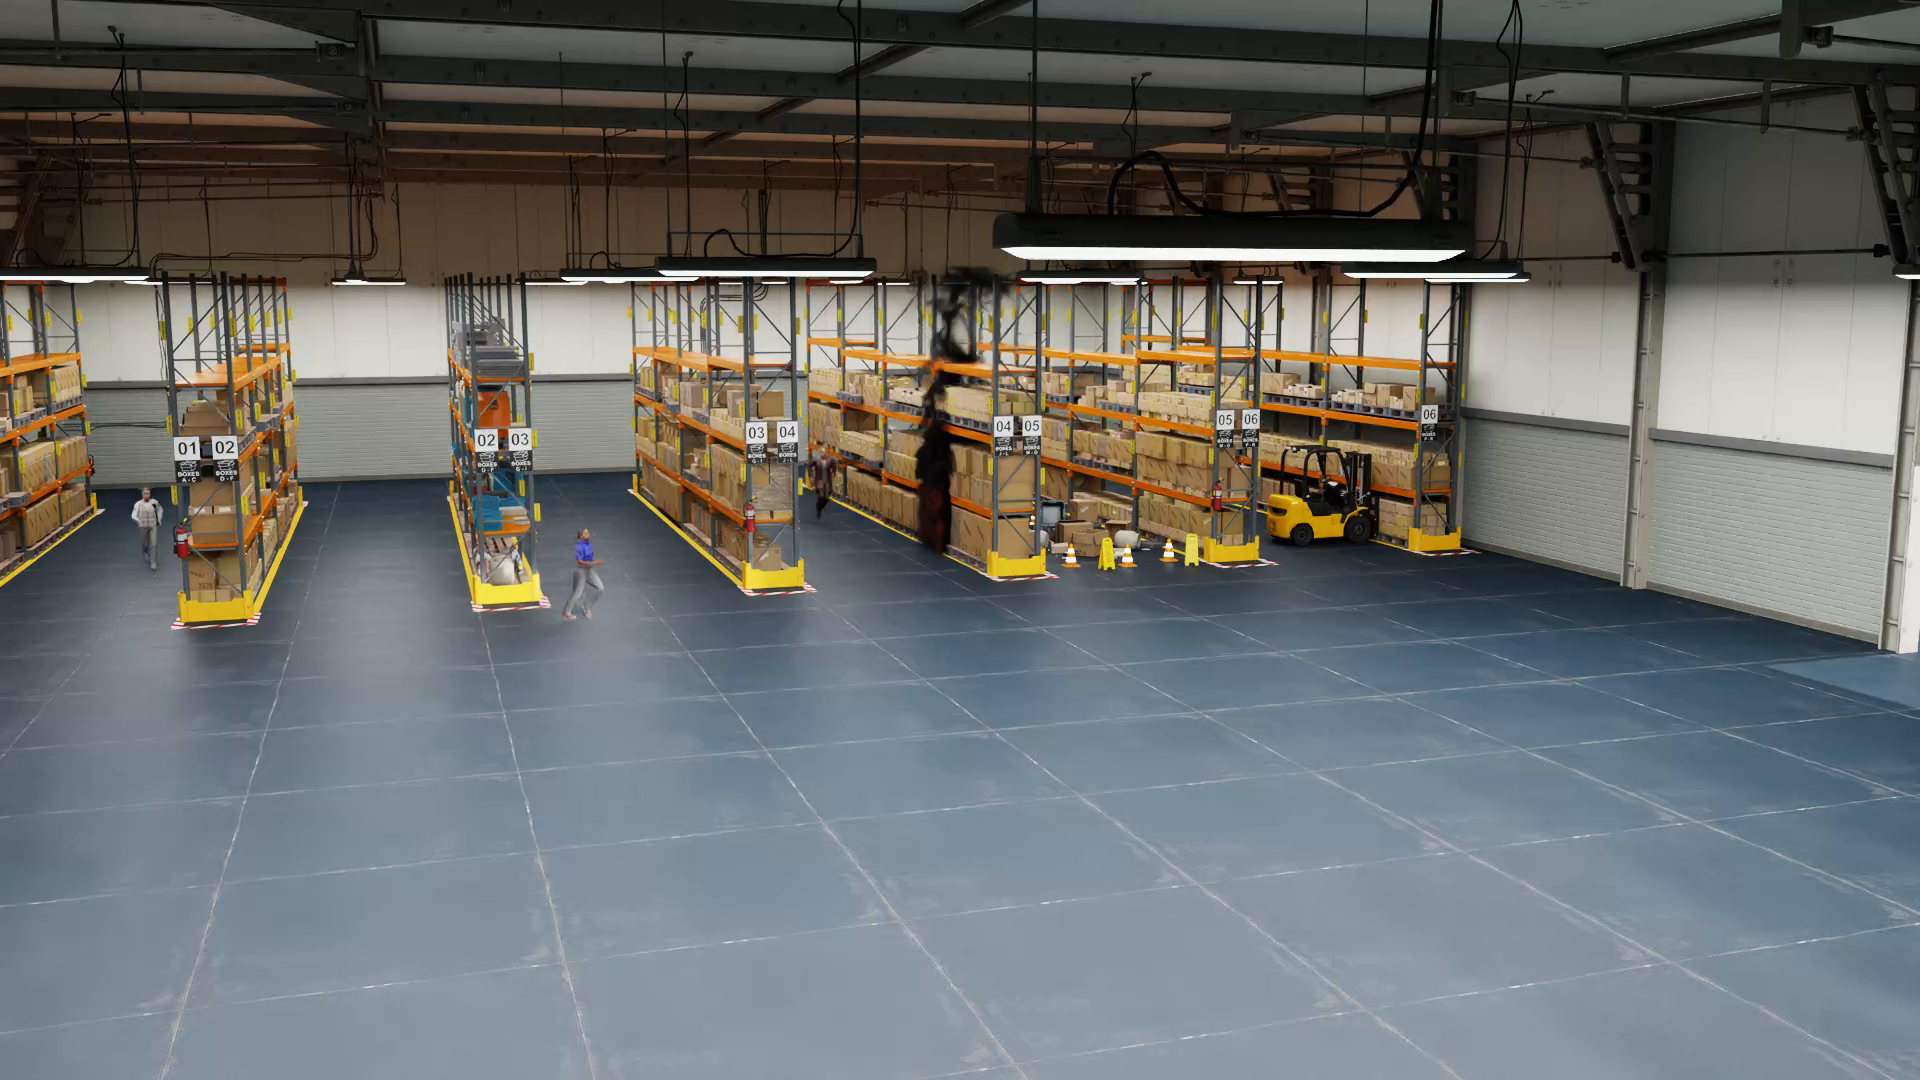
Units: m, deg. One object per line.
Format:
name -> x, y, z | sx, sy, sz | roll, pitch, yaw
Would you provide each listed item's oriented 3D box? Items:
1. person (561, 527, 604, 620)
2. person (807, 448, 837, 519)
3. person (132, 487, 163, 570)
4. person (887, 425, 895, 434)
person -> -6.493, 0.579, 28.774 | 0.830, 1.626, 0.592 | 3, 9, 18
person -> -3.333, -1.387, 40.598 | 0.701, 1.743, 0.765 | -3, 9, -21
person -> -16.743, -0.269, 34.314 | 0.600, 1.676, 0.849 | -5, 10, -29
person -> -2.007, -2.437, 48.448 | 0.676, 1.774, 0.895 | -4, 10, -27
